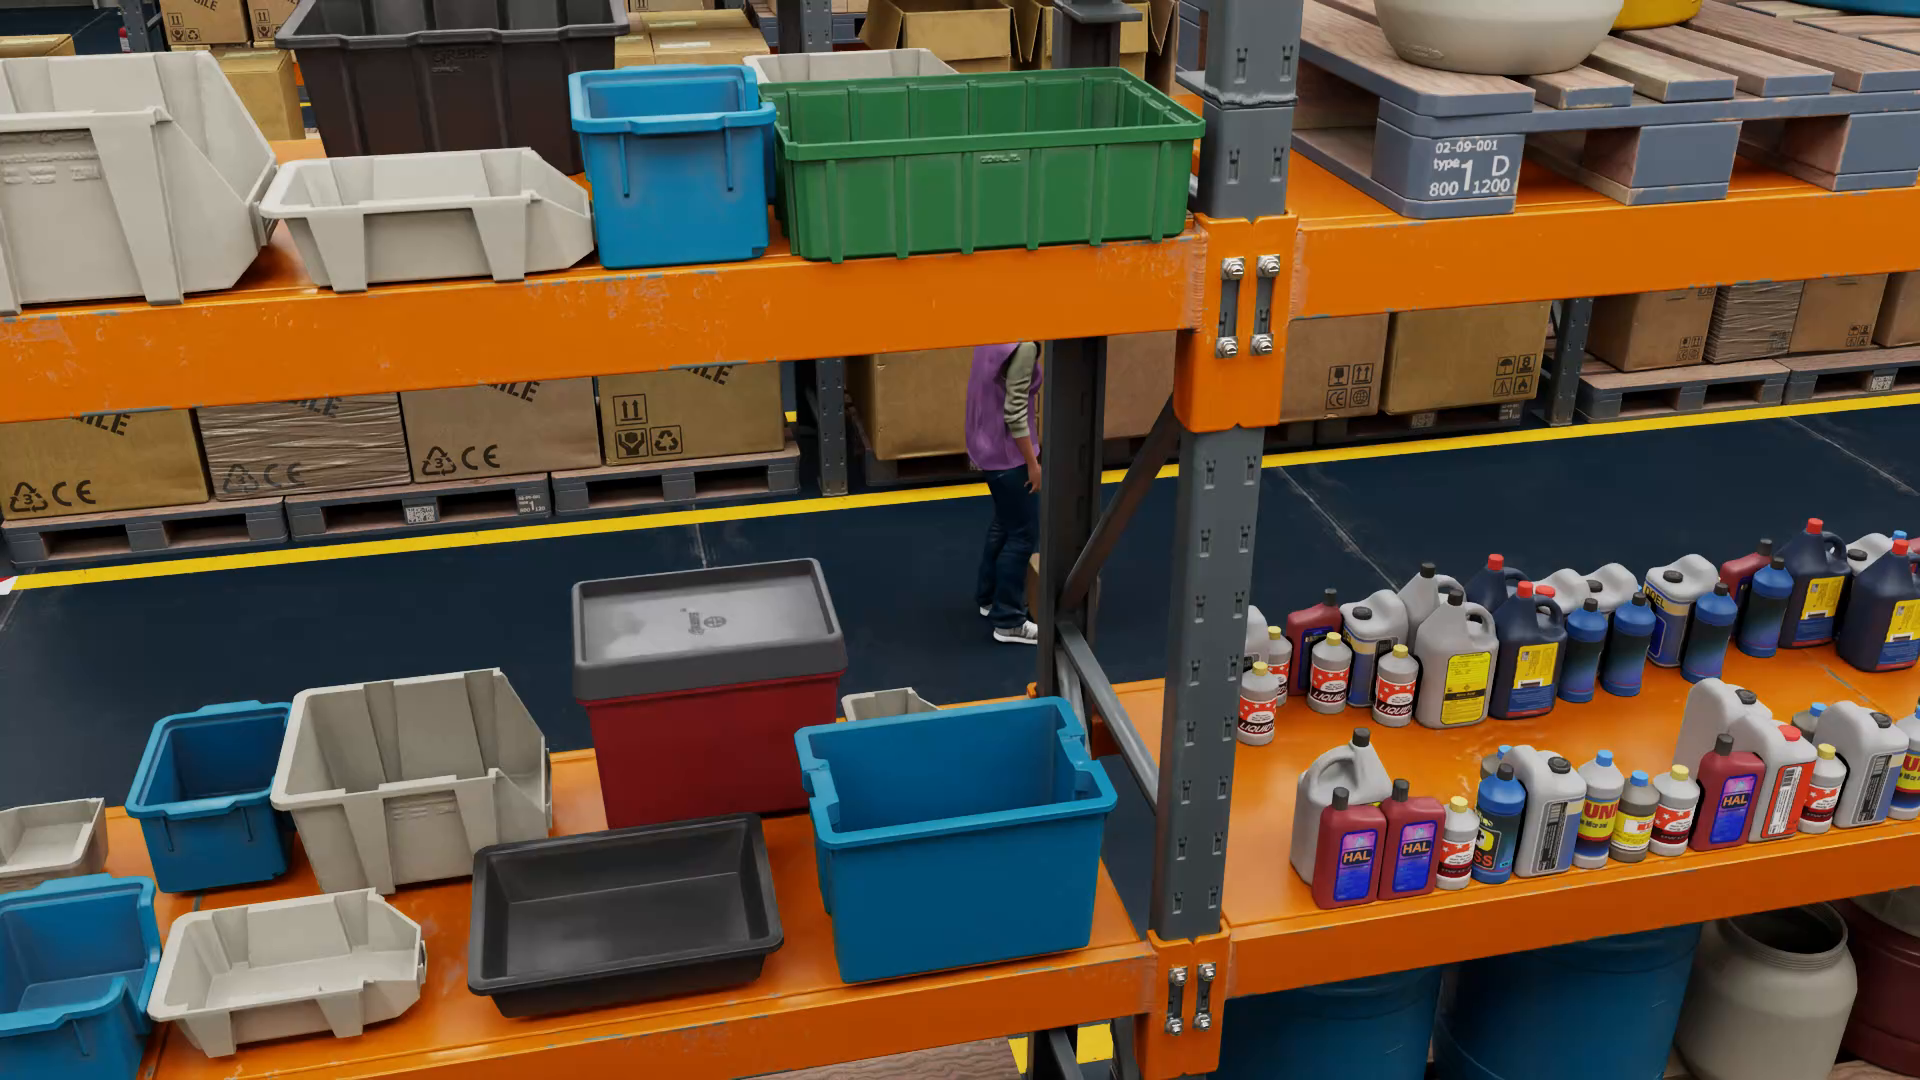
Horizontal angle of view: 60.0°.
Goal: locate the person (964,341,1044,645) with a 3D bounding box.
[{"bbox_3d":[0.203,-0.348,6.820,0.341,1.581,0.462,-7,28,-13],"label":"person"}]
